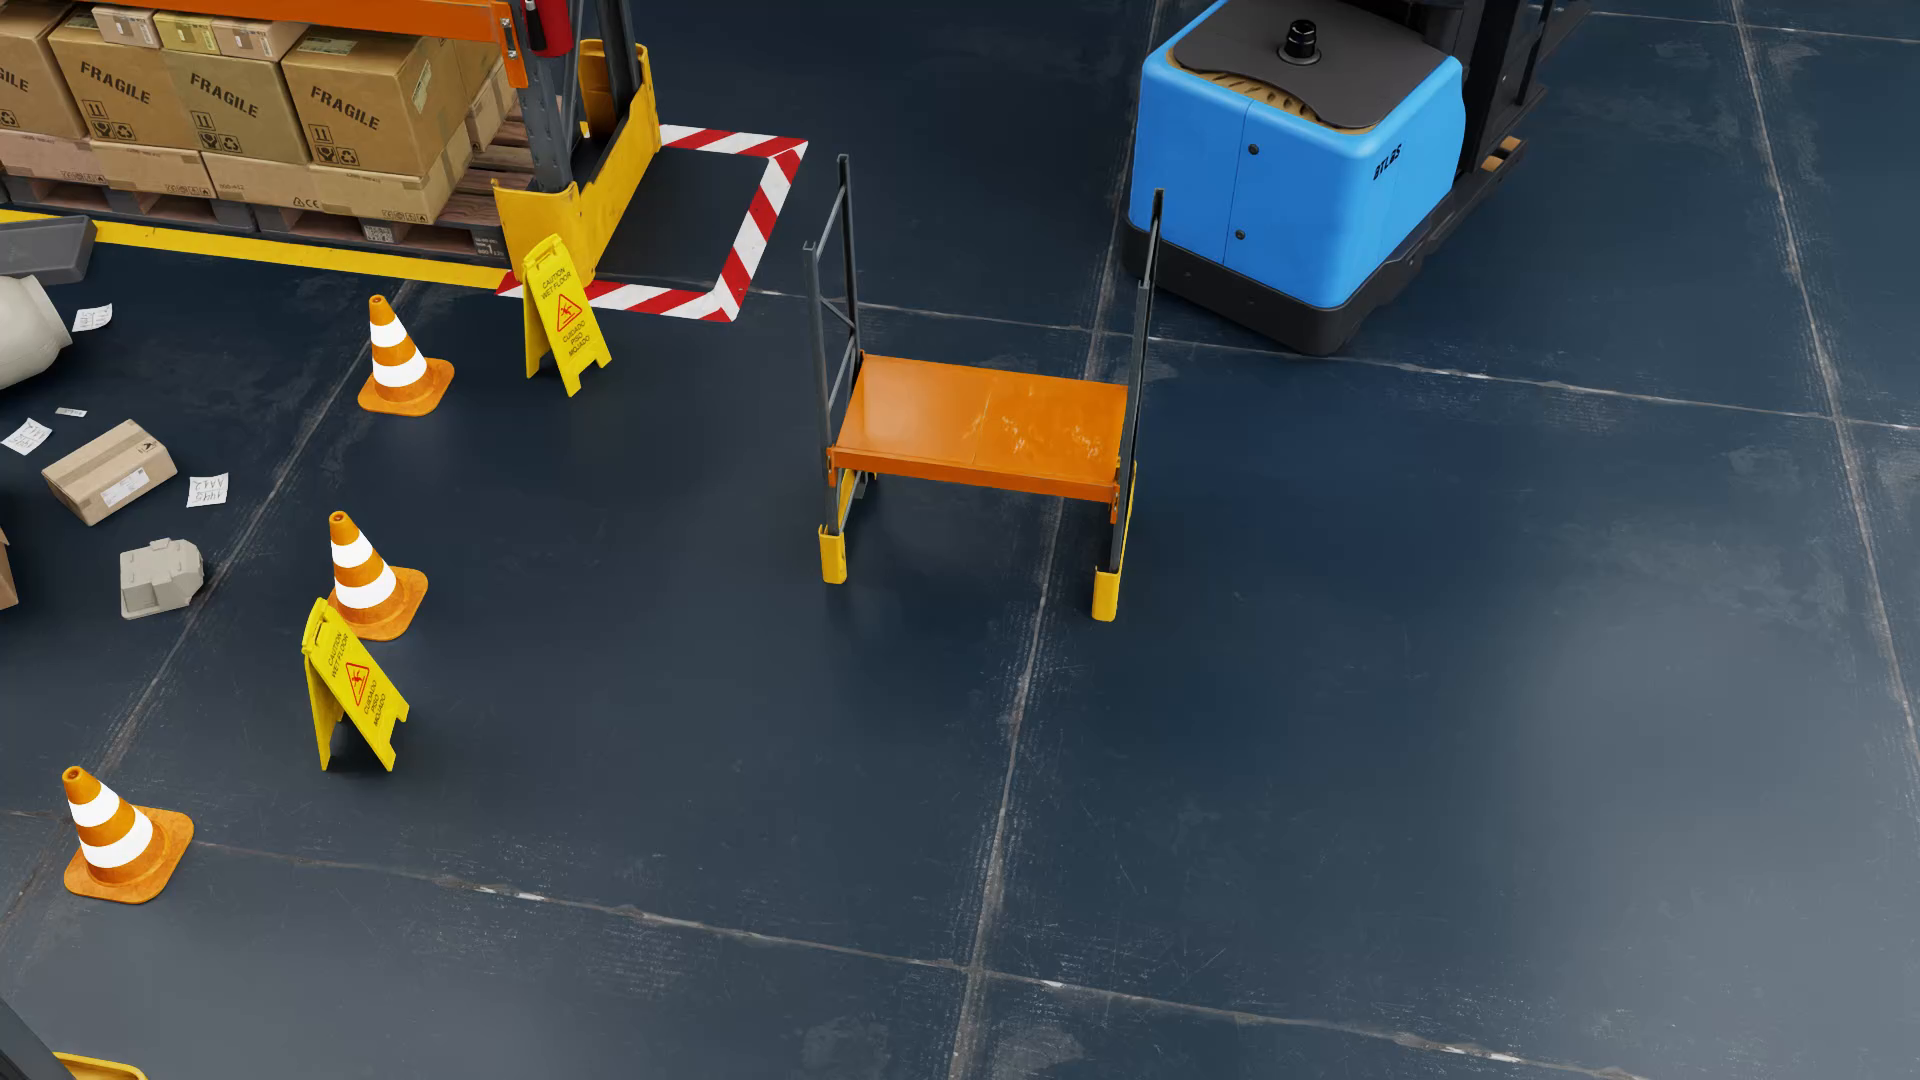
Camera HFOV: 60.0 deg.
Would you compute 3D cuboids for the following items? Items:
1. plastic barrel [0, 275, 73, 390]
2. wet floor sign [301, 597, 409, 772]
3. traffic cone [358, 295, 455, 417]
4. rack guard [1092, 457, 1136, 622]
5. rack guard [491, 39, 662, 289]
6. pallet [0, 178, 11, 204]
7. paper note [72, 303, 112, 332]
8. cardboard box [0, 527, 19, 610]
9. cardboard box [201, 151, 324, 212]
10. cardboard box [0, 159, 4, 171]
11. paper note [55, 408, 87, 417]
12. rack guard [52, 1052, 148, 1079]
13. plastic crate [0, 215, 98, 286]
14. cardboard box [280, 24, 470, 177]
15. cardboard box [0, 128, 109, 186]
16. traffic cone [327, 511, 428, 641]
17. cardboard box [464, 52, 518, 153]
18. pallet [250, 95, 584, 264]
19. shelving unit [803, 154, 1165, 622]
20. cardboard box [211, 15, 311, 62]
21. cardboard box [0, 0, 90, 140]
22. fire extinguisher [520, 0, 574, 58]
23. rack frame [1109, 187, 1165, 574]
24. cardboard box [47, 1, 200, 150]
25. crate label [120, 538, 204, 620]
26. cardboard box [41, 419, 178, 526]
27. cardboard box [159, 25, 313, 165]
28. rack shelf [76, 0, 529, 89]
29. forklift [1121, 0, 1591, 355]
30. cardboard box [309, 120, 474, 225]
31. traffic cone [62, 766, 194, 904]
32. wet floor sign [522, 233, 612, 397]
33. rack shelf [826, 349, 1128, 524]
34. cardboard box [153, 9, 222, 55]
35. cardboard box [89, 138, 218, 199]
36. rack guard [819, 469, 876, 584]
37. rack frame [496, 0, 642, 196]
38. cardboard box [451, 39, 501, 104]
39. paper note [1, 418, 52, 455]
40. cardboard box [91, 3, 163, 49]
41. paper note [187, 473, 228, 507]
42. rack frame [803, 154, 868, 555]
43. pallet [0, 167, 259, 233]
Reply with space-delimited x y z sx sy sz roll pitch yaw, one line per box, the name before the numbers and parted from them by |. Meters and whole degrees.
plastic barrel | -3.916 -0.824 6.705 0.512 0.421 0.421 -32 55 -25
wet floor sign | -2.014 0.459 5.404 0.232 0.644 0.267 0 48 0
traffic cone | -2.266 -0.784 6.644 0.334 0.463 0.336 8 49 7
rack guard | 0.565 -0.008 6.089 0.087 0.250 0.587 8 49 7
rack guard | -1.689 -1.694 7.436 0.348 0.500 1.175 8 49 7
pallet | -4.883 -2.054 7.953 1.213 0.211 1.003 8 49 7
paper note | -3.696 -0.949 7.082 0.148 0.019 0.142 -7 48 -7
cardboard box | -3.793 -0.064 5.970 0.637 0.503 0.797 -23 52 -19
cardboard box | -2.966 -1.725 7.350 0.500 0.250 0.500 8 49 7
cardboard box | -4.490 -1.932 7.536 0.500 0.250 0.500 10 49 9
paper note | -3.586 -0.516 6.706 0.123 0.001 0.032 8 49 7
rack guard | -2.371 1.956 4.157 0.348 0.500 1.175 8 49 7
plastic crate | -4.151 -1.265 7.333 0.583 0.080 0.402 -7 48 -7
cardboard box | -2.449 -1.907 7.009 0.500 0.500 0.500 8 49 7
cardboard box | -3.968 -1.864 7.474 0.500 0.250 0.500 7 48 6
traffic cone | -2.129 0.073 5.873 0.334 0.463 0.336 8 49 7
cardboard box | -2.358 -2.050 7.642 0.500 0.250 0.500 7 48 7
pallet | -2.482 -1.731 7.663 1.213 0.211 1.003 8 49 7
shelving unit | 0.075 -0.491 5.683 1.083 1.500 0.587 8 49 7
cardboard box | -2.822 -2.123 6.767 0.250 0.149 0.380 9 49 8
cardboard box | -3.979 -2.113 7.194 0.500 0.500 0.500 10 49 9
fire extinguisher | -1.583 -2.141 6.209 0.183 0.674 0.296 8 49 7
rack frame | 0.584 -0.423 5.622 0.032 1.500 0.500 8 49 7
cardboard box | -3.458 -2.045 7.133 0.500 0.500 0.500 7 48 6
crate label | -2.914 0.123 6.047 0.298 0.136 0.250 -15 50 -13
cardboard box | -3.262 -0.261 6.385 0.250 0.149 0.380 32 56 26
cardboard box | -2.963 -1.973 7.068 0.500 0.500 0.500 9 49 8
rack shelf | -3.582 -2.544 7.003 4.000 0.370 1.077 8 49 7
forklift | 1.995 -2.789 6.785 1.130 2.935 3.031 30 54 24
cardboard box | -2.481 -1.654 7.286 0.500 0.250 0.500 7 48 7
traffic cone | -2.665 0.855 5.170 0.334 0.463 0.336 8 49 7
wet floor sign | -1.617 -0.924 6.647 0.232 0.644 0.267 23 52 20
rack shelf | 0.084 -0.370 5.816 1.000 0.185 0.538 8 49 7
cardboard box | -3.069 -2.158 6.799 0.250 0.149 0.380 8 49 7
cardboard box | -3.481 -1.790 7.408 0.500 0.250 0.500 6 48 5
rack guard | -0.415 -0.139 6.207 0.087 0.250 0.587 8 49 7
rack frame | -1.614 -2.520 6.497 0.127 3.000 1.000 8 49 7
cardboard box | -2.382 -2.303 7.365 0.500 0.500 0.500 6 48 6
paper note | -3.707 -0.414 6.609 0.142 0.019 0.148 23 52 20
cardboard box | -3.328 -2.195 6.831 0.250 0.149 0.380 10 49 8
paper note | -2.898 -0.195 6.405 0.142 0.019 0.148 -7 48 -7
rack frame | -0.416 -0.557 5.742 0.032 1.500 0.500 8 49 7
pallet | -3.679 -1.894 7.810 1.213 0.211 1.003 8 49 7
